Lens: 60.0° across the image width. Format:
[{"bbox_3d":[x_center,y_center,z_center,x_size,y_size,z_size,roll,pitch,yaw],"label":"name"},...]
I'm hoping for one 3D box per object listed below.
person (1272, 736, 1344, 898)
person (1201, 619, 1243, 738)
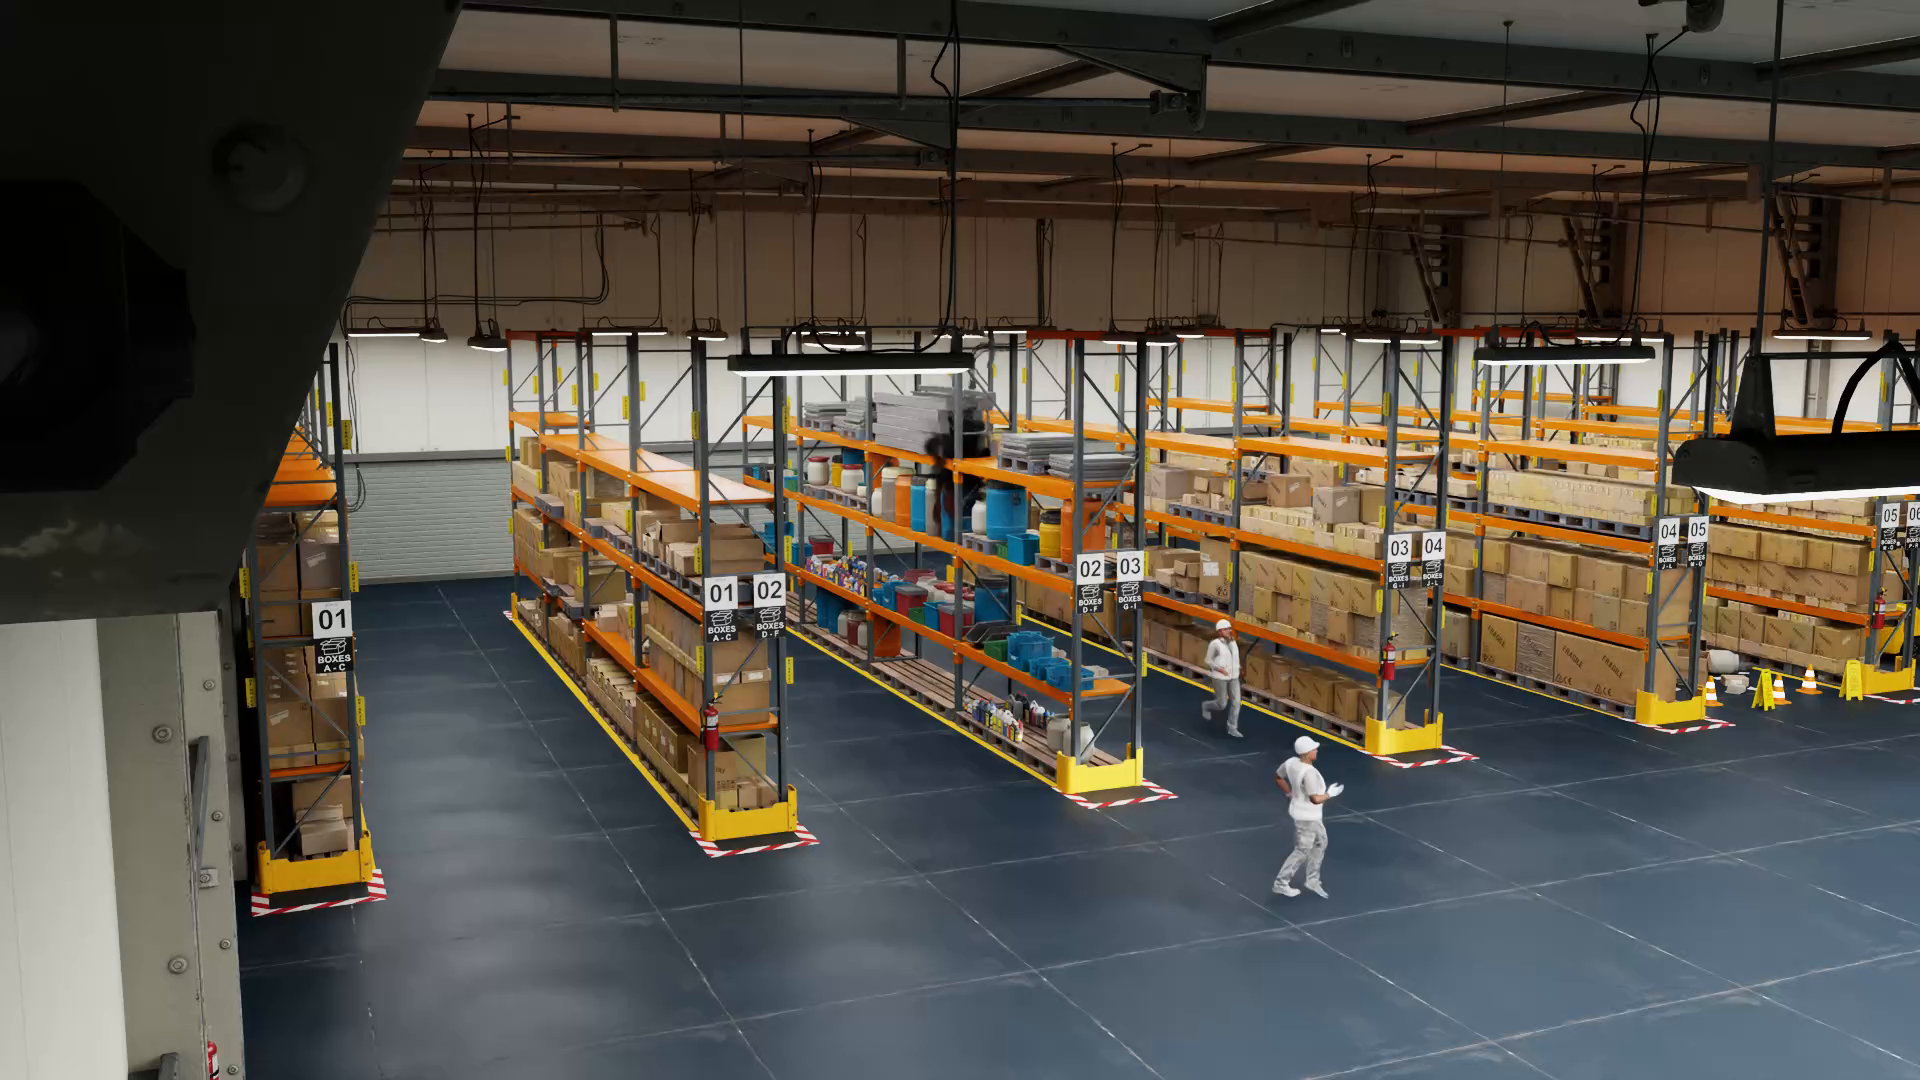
[{"bbox_3d":[3.742,3.016,17.950,0.730,1.835,0.654,0,8,-2],"label":"person"},{"bbox_3d":[4.010,2.065,25.147,0.677,1.746,0.875,-4,9,-27],"label":"person"}]
